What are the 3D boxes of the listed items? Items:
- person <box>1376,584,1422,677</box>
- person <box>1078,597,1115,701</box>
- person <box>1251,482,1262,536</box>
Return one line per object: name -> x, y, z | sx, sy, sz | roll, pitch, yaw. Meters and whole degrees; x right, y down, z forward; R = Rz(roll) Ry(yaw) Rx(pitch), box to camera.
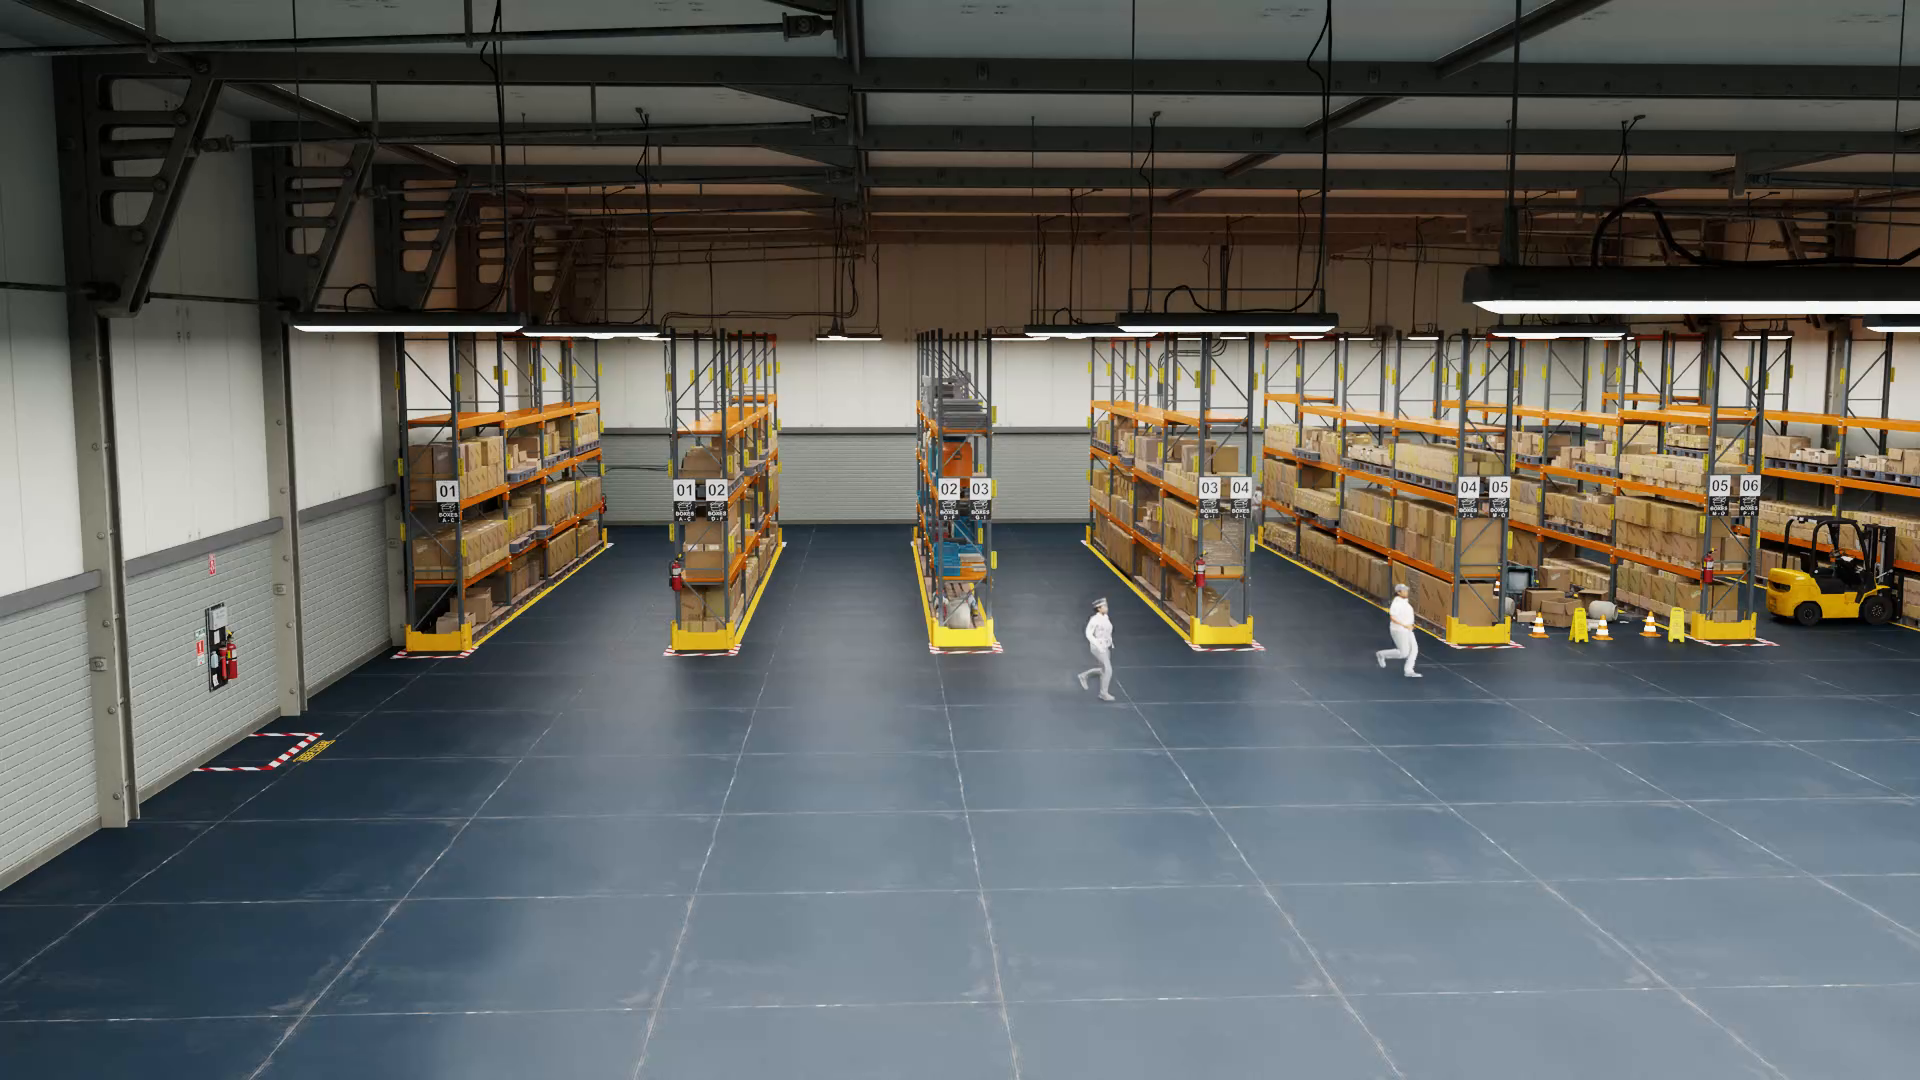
person -> 7.605, 1.555, 28.666 | 0.769, 1.624, 0.621 | 4, 8, 31
person -> 2.208, 1.742, 26.924 | 0.681, 1.668, 0.638 | 4, 8, 28
person -> 8.782, -0.857, 48.994 | 0.646, 1.721, 0.581 | -2, 7, -18
